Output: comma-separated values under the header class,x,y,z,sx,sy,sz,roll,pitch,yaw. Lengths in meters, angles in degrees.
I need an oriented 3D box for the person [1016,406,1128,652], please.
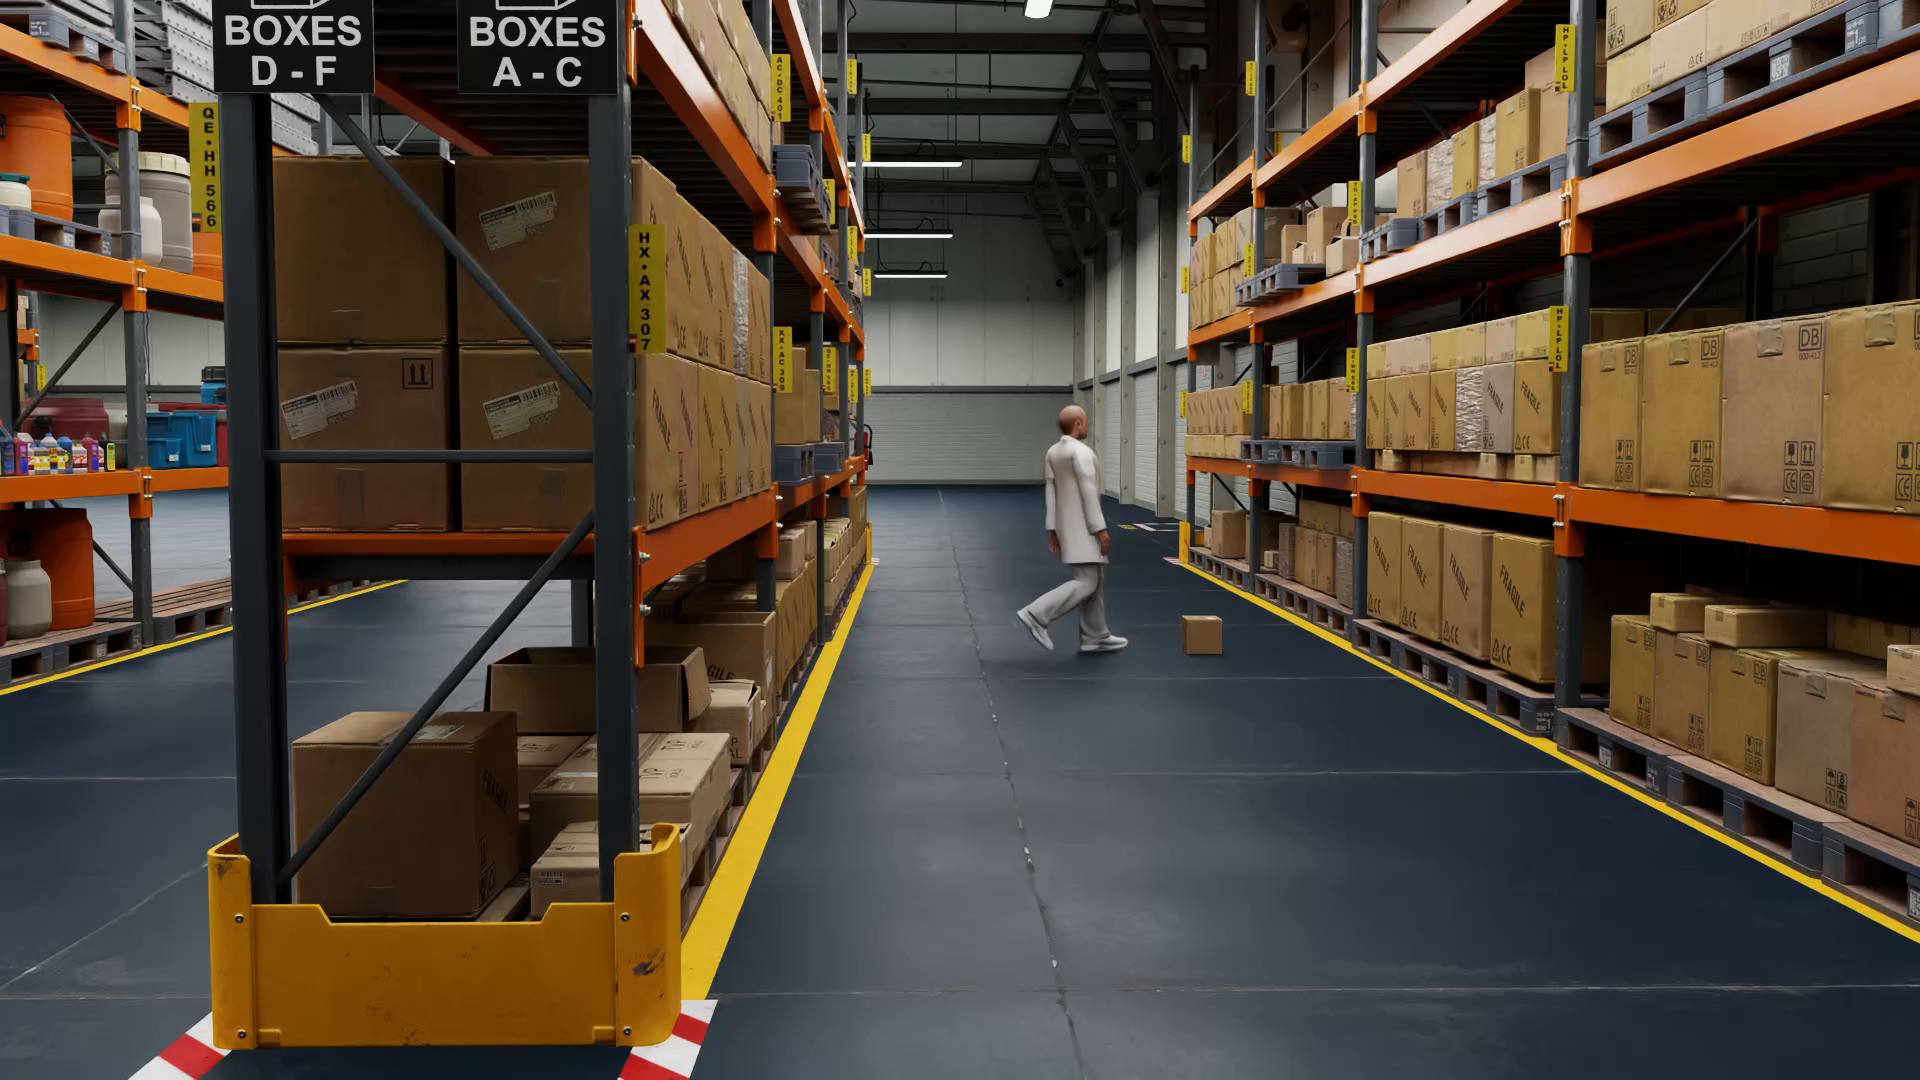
class,x,y,z,sx,sy,sz,roll,pitch,yaw
person,0.813,-0.073,11.766,0.915,1.752,0.589,-1,4,-18
